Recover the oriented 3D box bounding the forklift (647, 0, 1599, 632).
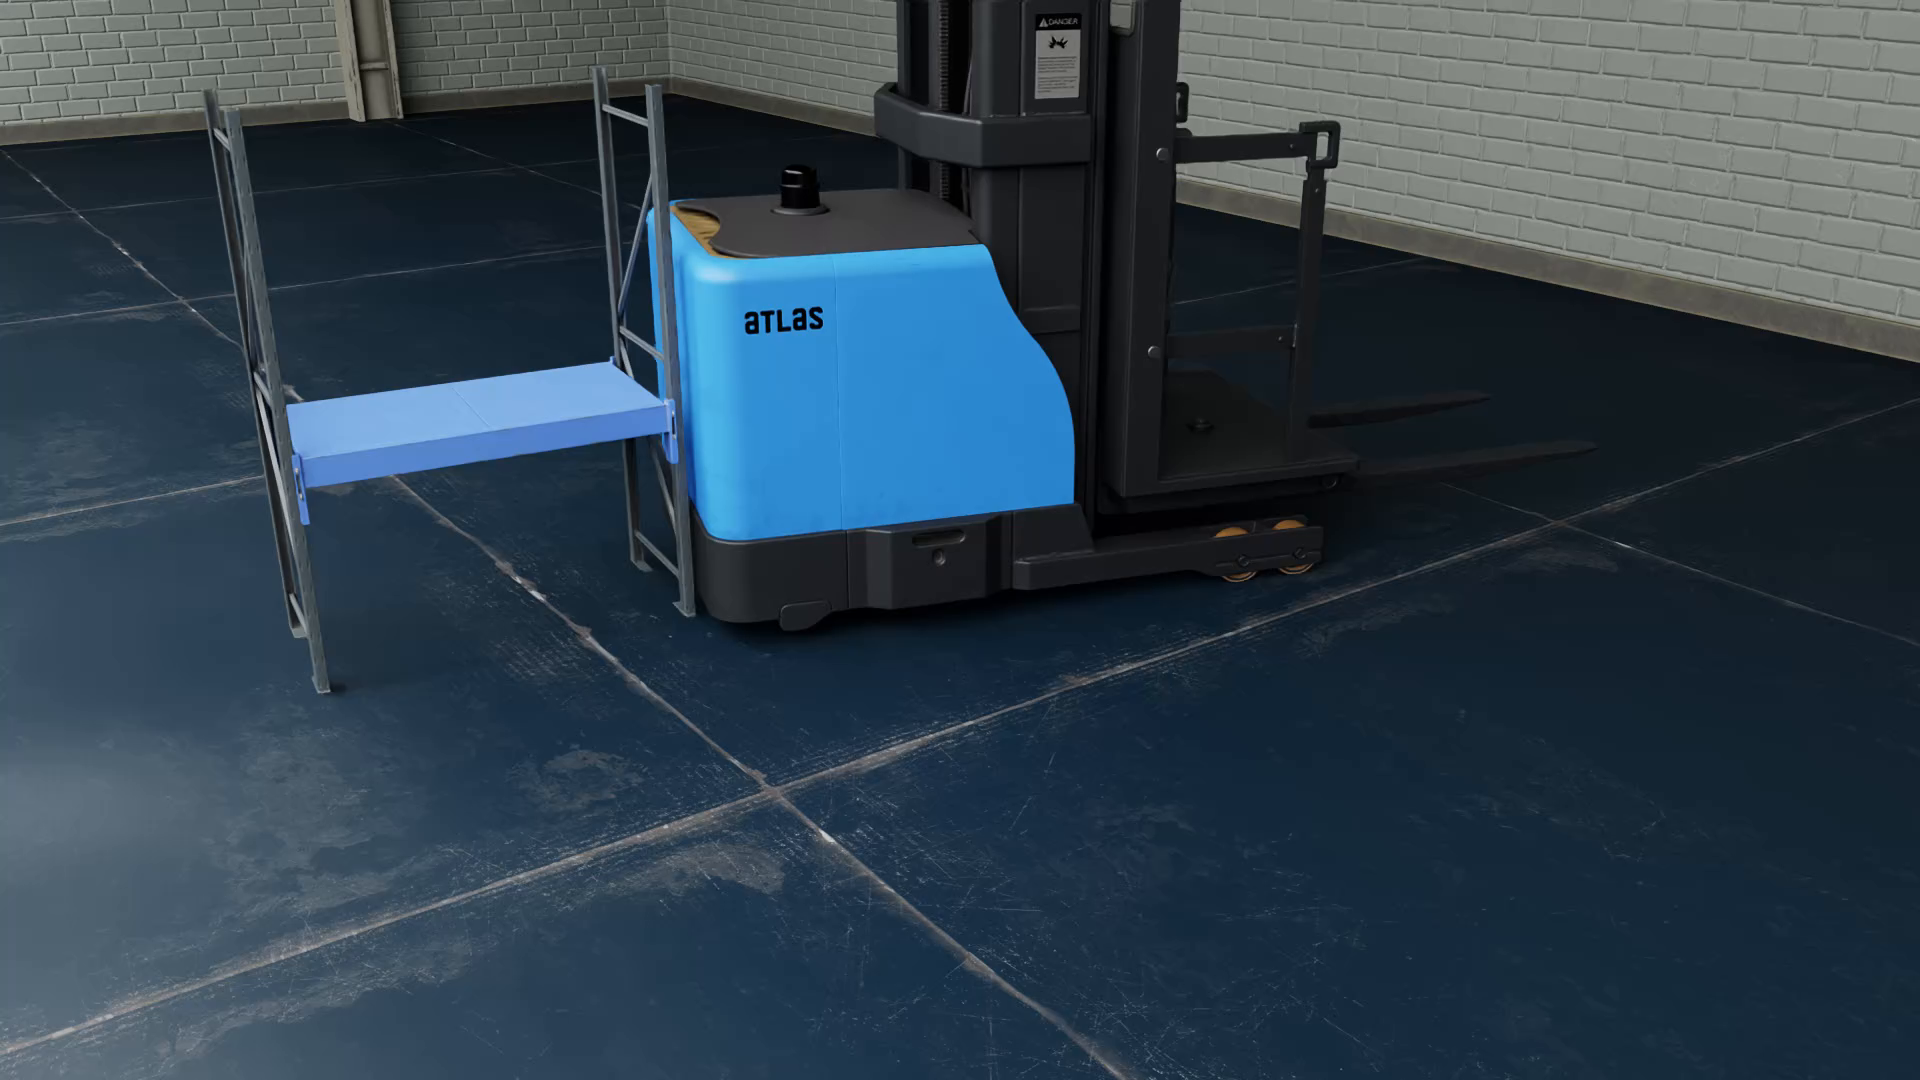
[{"bbox_3d":[0.603,-1.410,4.976,3.031,2.935,1.130,-7,23,-17],"label":"forklift"}]

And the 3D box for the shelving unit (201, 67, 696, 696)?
[{"bbox_3d":[-1.347,-0.462,4.530,1.048,1.500,0.538,-12,25,-27],"label":"shelving unit"}]

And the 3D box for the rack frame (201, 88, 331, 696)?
[{"bbox_3d":[-1.792,-0.371,4.302,0.032,1.500,0.500,-12,25,-27],"label":"rack frame"}]

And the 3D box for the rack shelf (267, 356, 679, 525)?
[{"bbox_3d":[-1.347,-0.295,4.597,1.000,0.185,0.538,-12,25,-27],"label":"rack shelf"}]

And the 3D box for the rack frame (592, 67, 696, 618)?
[{"bbox_3d":[-0.902,-0.553,4.759,0.032,1.500,0.500,-12,25,-27],"label":"rack frame"}]

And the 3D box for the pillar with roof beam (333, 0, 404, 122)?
[{"bbox_3d":[-2.689,-6.648,9.915,0.400,9.000,9.100,-15,26,-33],"label":"pillar with roof beam"}]
